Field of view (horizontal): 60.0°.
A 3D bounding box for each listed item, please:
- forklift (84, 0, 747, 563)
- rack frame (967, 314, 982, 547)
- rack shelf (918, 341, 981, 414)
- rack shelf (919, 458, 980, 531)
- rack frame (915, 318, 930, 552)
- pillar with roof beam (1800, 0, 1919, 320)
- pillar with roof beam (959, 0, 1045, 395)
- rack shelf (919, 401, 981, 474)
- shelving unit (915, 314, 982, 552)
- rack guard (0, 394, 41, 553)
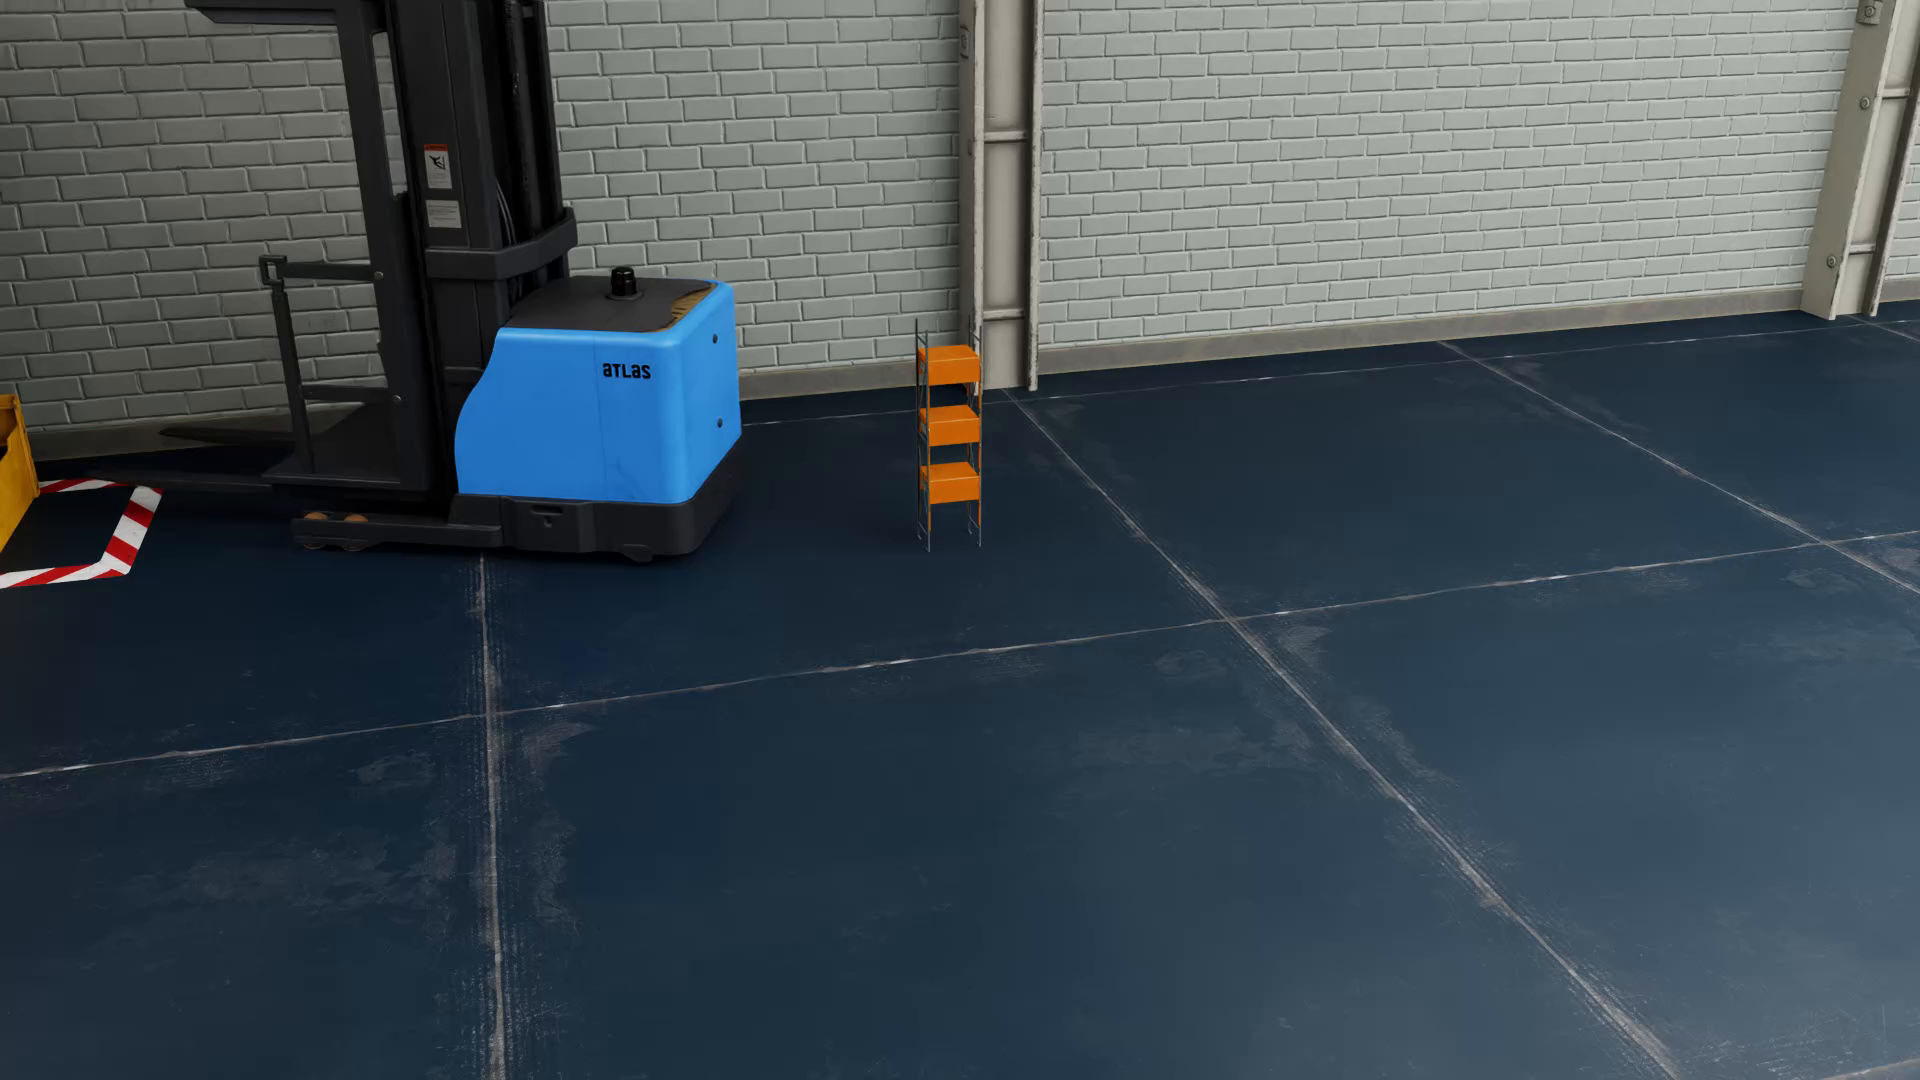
[{"bbox_3d":[-2.620,-1.495,7.517,3.031,2.935,1.130,3,23,7],"label":"forklift"},{"bbox_3d":[0.066,-0.490,7.560,0.008,1.050,0.200,-6,24,-14],"label":"rack frame"},{"bbox_3d":[-0.052,-0.728,7.422,0.240,0.259,0.215,-6,24,-14],"label":"rack shelf"},{"bbox_3d":[-0.052,-0.212,7.643,0.240,0.259,0.215,-6,24,-14],"label":"rack shelf"},{"bbox_3d":[-0.169,-0.464,7.499,0.008,1.050,0.200,-6,24,-14],"label":"rack frame"},{"bbox_3d":[7.166,-4.064,5.809,0.400,9.000,9.100,-6,24,-14],"label":"pillar with roof beam"},{"bbox_3d":[1.389,-3.425,4.319,0.400,9.000,9.100,-6,24,-14],"label":"pillar with roof beam"},{"bbox_3d":[-0.052,-0.467,7.534,0.240,0.259,0.215,-6,24,-14],"label":"rack shelf"},{"bbox_3d":[-0.052,-0.477,7.530,0.252,1.050,0.215,-6,24,-14],"label":"shelving unit"},{"bbox_3d":[-4.614,-0.249,7.696,0.348,0.500,1.175,-6,24,-14],"label":"rack guard"}]
